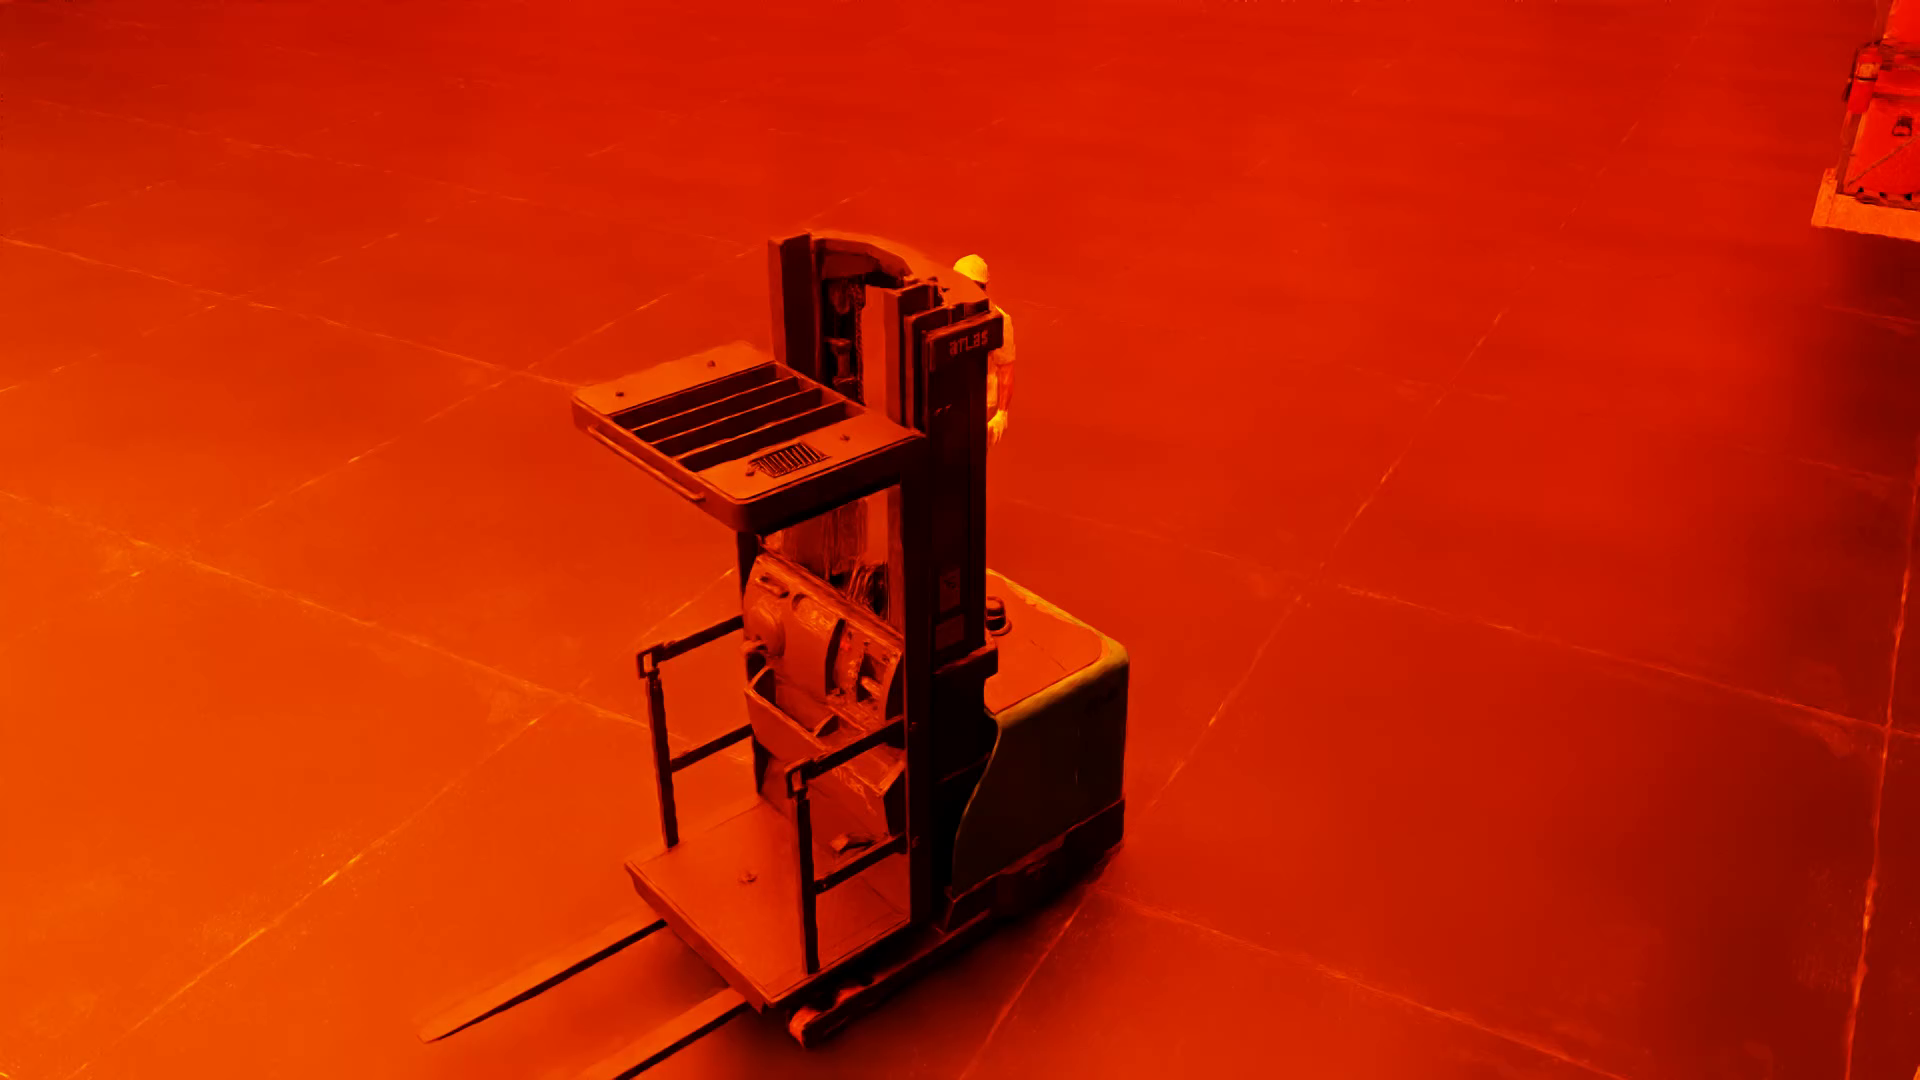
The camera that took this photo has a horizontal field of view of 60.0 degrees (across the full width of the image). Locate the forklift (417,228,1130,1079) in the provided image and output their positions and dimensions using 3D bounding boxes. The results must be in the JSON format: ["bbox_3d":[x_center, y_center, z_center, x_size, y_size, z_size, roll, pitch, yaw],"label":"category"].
[{"bbox_3d":[-0.702,0.426,6.332,3.031,2.935,1.130,-24,37,-35],"label":"forklift"}]

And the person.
[{"bbox_3d":[-0.042,-0.749,9.502,0.655,1.782,0.576,15,33,25],"label":"person"}]
